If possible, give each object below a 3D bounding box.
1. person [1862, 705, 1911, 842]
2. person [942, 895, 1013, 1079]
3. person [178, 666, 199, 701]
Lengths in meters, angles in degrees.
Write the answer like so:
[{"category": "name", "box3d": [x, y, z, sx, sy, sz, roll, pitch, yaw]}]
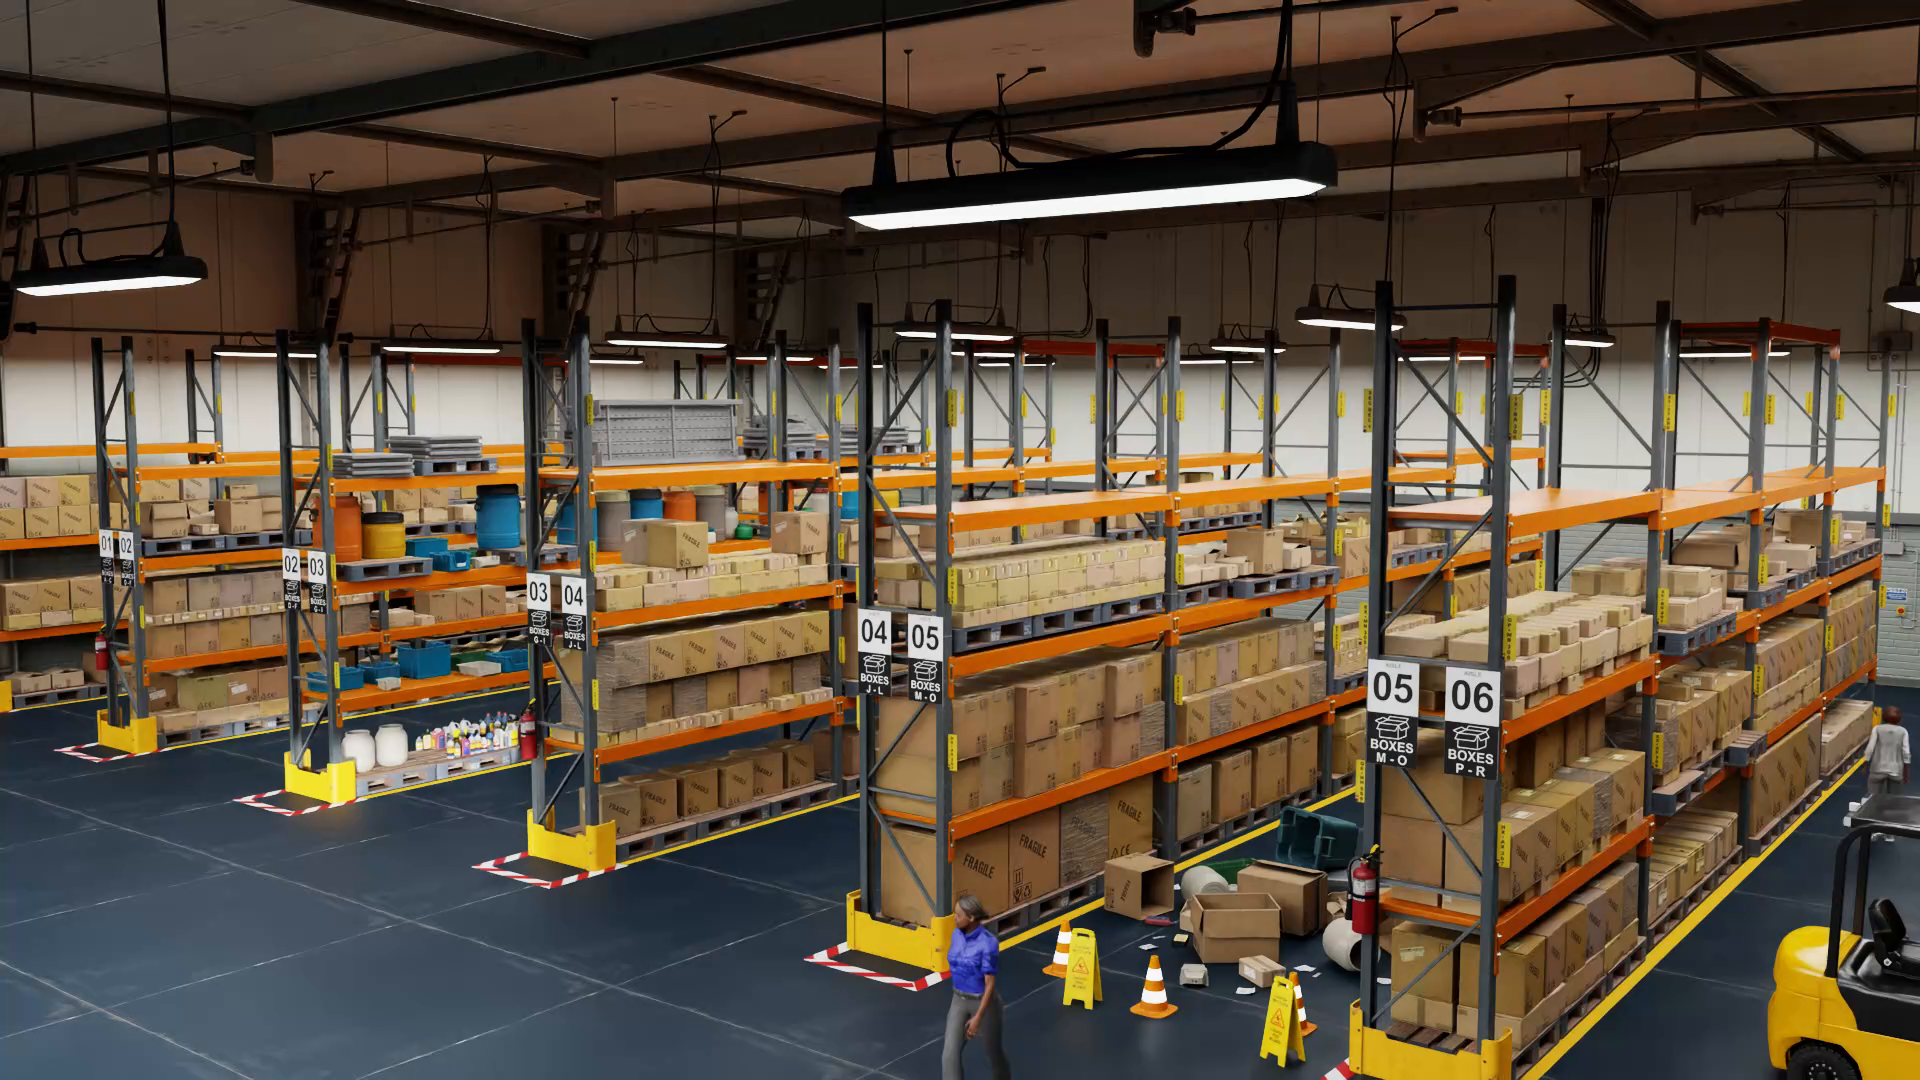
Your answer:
[{"category": "person", "box3d": [10.718, 2.715, 19.210, 0.483, 1.578, 0.538, 2, 5, 22]}, {"category": "person", "box3d": [0.071, 3.321, 11.758, 0.472, 1.644, 0.849, 4, 6, 38]}, {"category": "person", "box3d": [-13.027, 1.829, 28.062, 0.476, 1.772, 0.585, -4, 6, -39]}]
